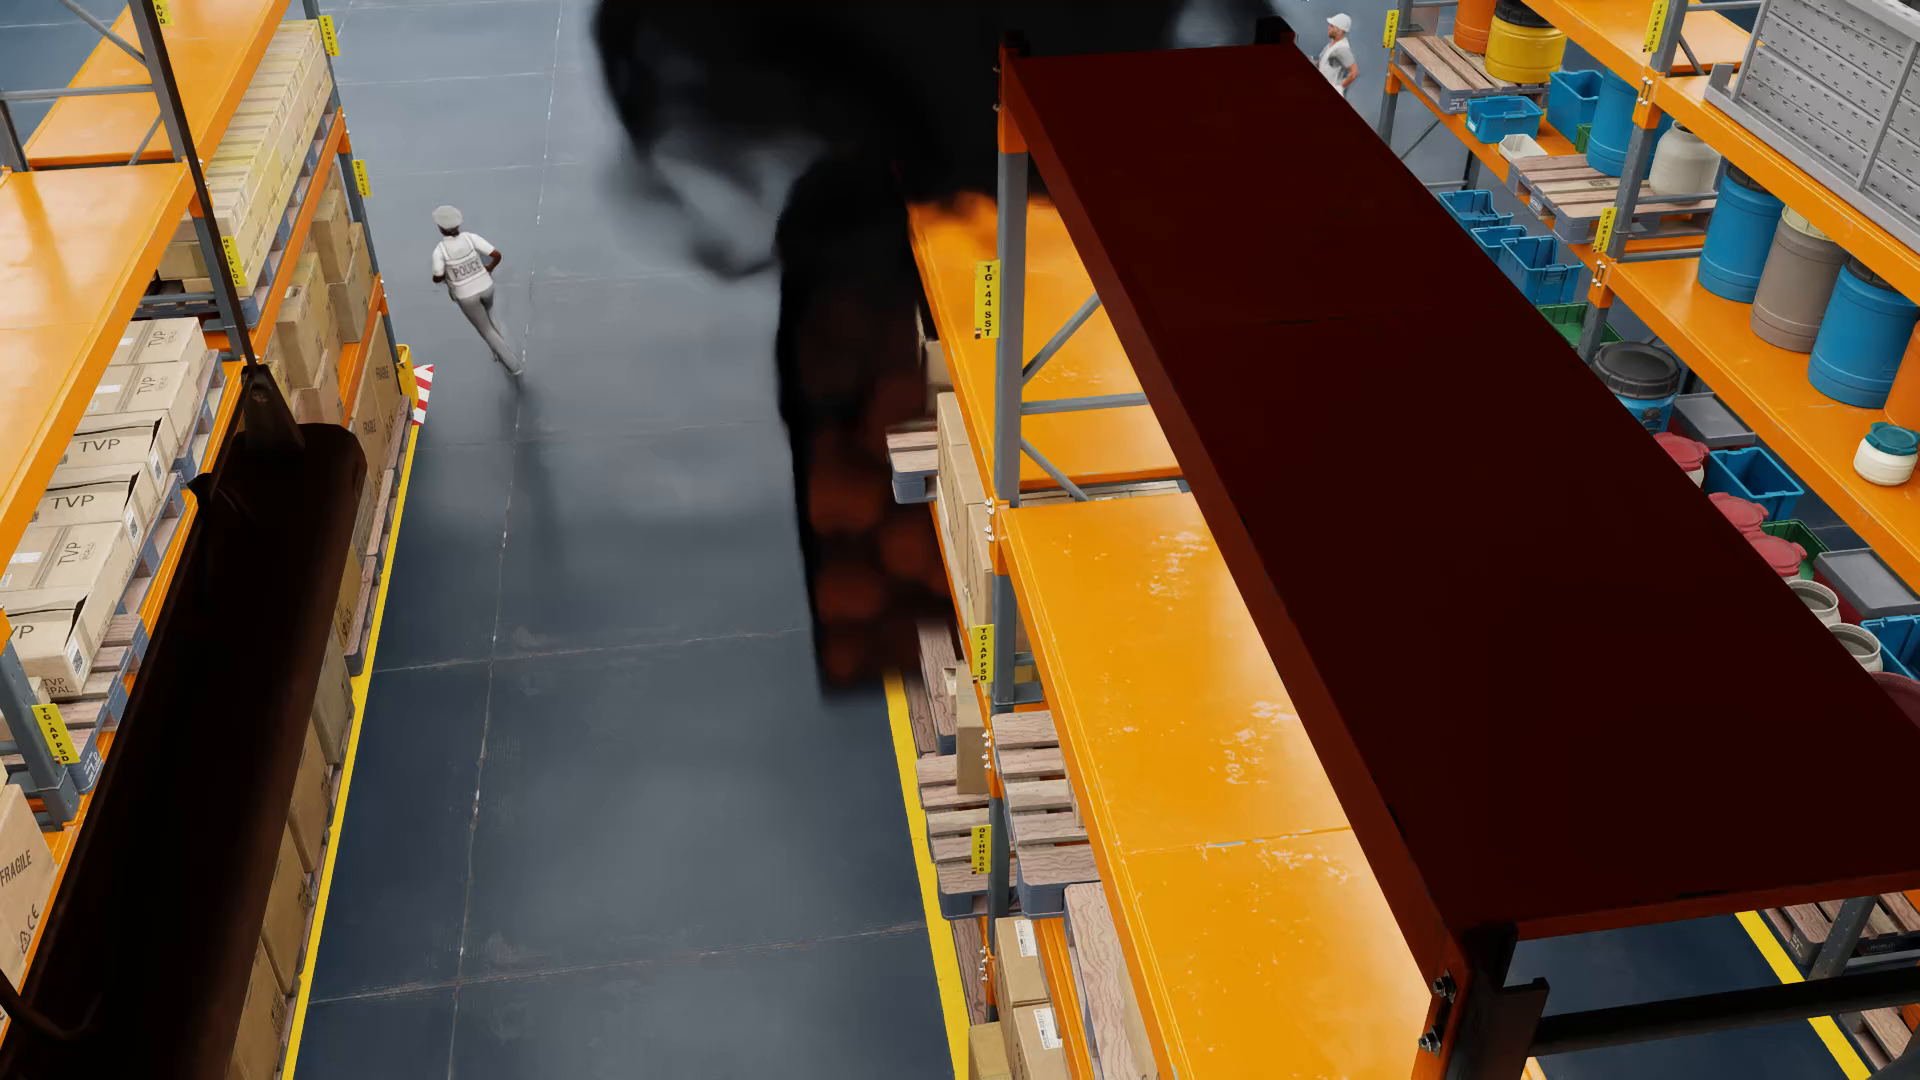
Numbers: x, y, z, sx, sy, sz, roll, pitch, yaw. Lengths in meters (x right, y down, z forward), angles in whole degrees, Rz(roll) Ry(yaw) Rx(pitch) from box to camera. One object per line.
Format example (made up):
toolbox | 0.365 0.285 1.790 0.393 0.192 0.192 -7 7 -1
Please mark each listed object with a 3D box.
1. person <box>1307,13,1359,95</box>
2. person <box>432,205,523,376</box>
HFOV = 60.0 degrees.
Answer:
person | 4.165 -5.017 18.773 0.776 1.842 0.641 10 37 13
person | -4.374 -2.172 15.042 0.612 1.753 0.699 -30 46 -34
